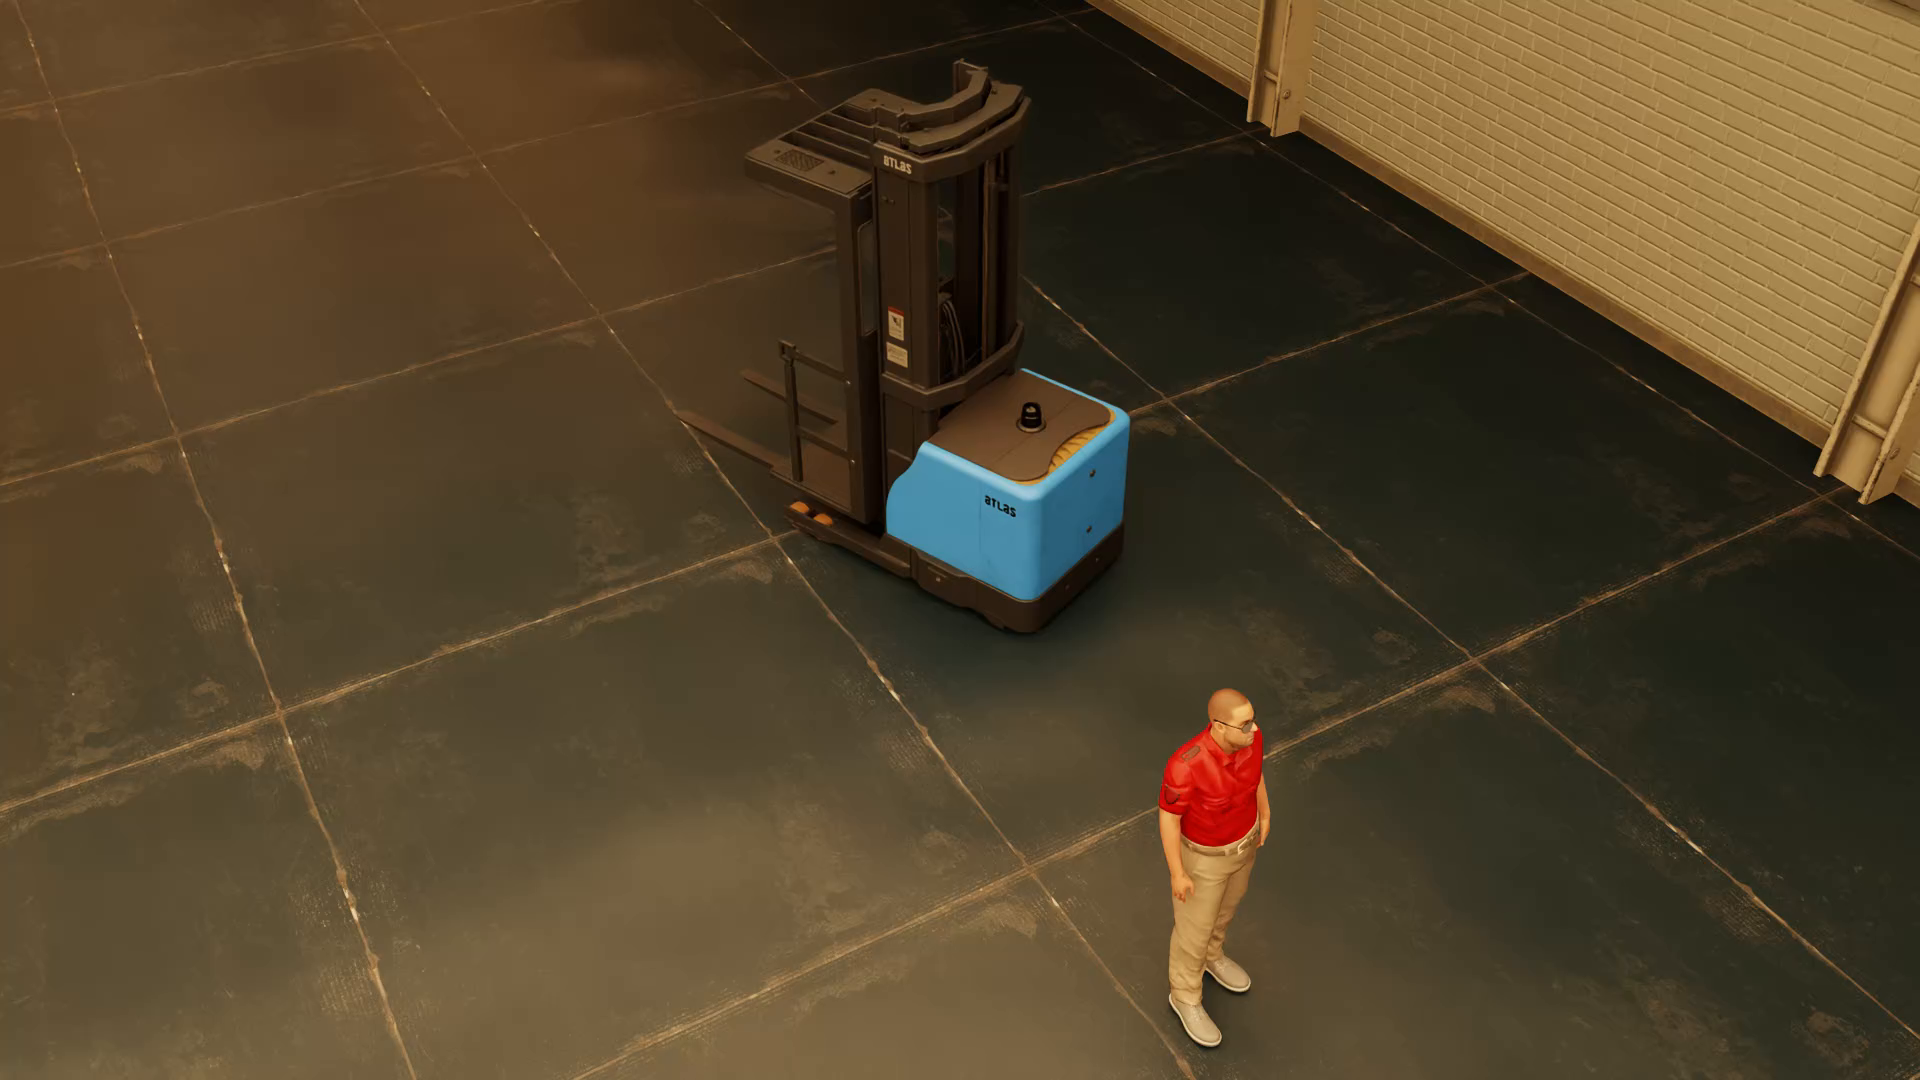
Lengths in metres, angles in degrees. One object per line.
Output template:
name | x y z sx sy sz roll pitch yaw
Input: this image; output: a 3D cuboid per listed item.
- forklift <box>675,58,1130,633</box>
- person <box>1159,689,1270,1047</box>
forklift | -0.481 -1.366 9.683 3.031 2.935 1.130 26 46 28
person | 1.183 1.395 7.284 0.642 1.728 0.550 -29 48 -31
